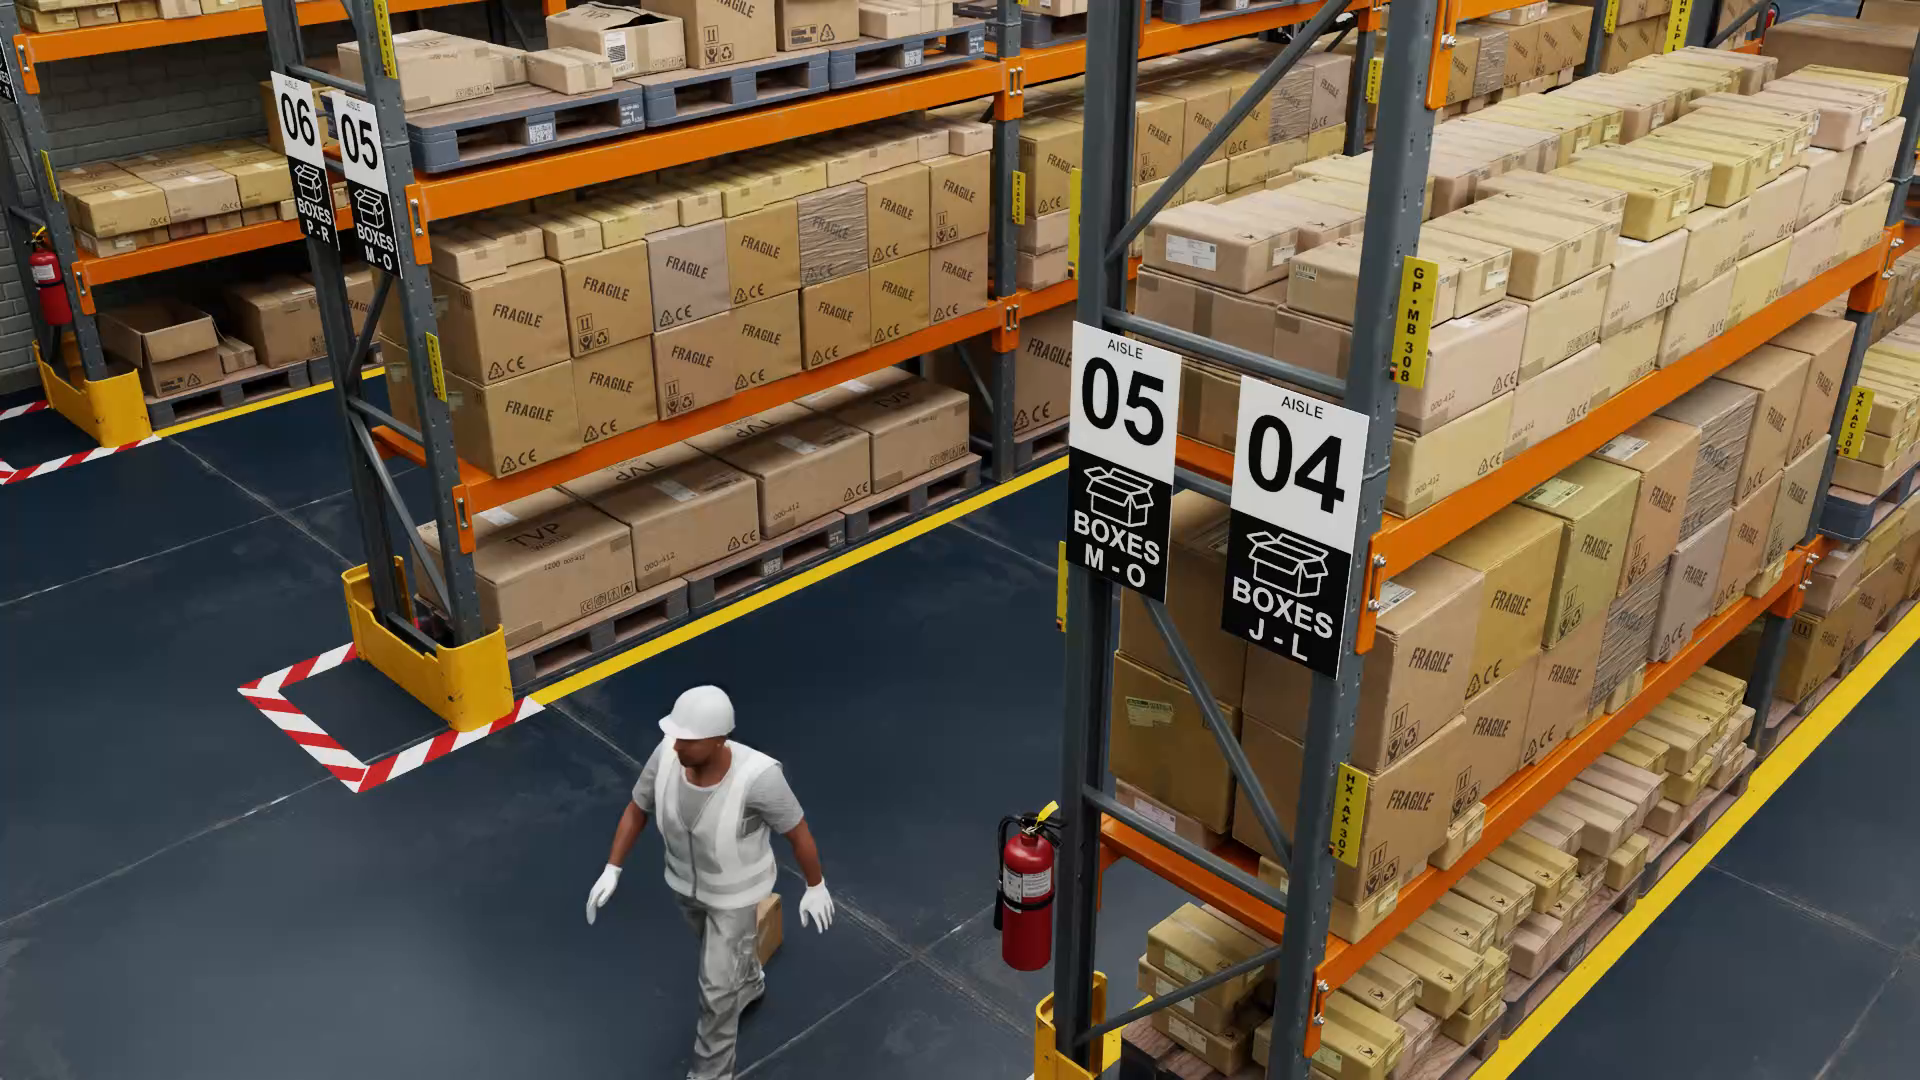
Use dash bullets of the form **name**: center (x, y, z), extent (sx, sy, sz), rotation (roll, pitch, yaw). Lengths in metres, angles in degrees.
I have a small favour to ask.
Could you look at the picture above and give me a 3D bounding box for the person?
- **person**: center (-0.899, 1.318, 6.103), extent (0.763, 1.782, 0.887), rotation (14, 31, 25)
